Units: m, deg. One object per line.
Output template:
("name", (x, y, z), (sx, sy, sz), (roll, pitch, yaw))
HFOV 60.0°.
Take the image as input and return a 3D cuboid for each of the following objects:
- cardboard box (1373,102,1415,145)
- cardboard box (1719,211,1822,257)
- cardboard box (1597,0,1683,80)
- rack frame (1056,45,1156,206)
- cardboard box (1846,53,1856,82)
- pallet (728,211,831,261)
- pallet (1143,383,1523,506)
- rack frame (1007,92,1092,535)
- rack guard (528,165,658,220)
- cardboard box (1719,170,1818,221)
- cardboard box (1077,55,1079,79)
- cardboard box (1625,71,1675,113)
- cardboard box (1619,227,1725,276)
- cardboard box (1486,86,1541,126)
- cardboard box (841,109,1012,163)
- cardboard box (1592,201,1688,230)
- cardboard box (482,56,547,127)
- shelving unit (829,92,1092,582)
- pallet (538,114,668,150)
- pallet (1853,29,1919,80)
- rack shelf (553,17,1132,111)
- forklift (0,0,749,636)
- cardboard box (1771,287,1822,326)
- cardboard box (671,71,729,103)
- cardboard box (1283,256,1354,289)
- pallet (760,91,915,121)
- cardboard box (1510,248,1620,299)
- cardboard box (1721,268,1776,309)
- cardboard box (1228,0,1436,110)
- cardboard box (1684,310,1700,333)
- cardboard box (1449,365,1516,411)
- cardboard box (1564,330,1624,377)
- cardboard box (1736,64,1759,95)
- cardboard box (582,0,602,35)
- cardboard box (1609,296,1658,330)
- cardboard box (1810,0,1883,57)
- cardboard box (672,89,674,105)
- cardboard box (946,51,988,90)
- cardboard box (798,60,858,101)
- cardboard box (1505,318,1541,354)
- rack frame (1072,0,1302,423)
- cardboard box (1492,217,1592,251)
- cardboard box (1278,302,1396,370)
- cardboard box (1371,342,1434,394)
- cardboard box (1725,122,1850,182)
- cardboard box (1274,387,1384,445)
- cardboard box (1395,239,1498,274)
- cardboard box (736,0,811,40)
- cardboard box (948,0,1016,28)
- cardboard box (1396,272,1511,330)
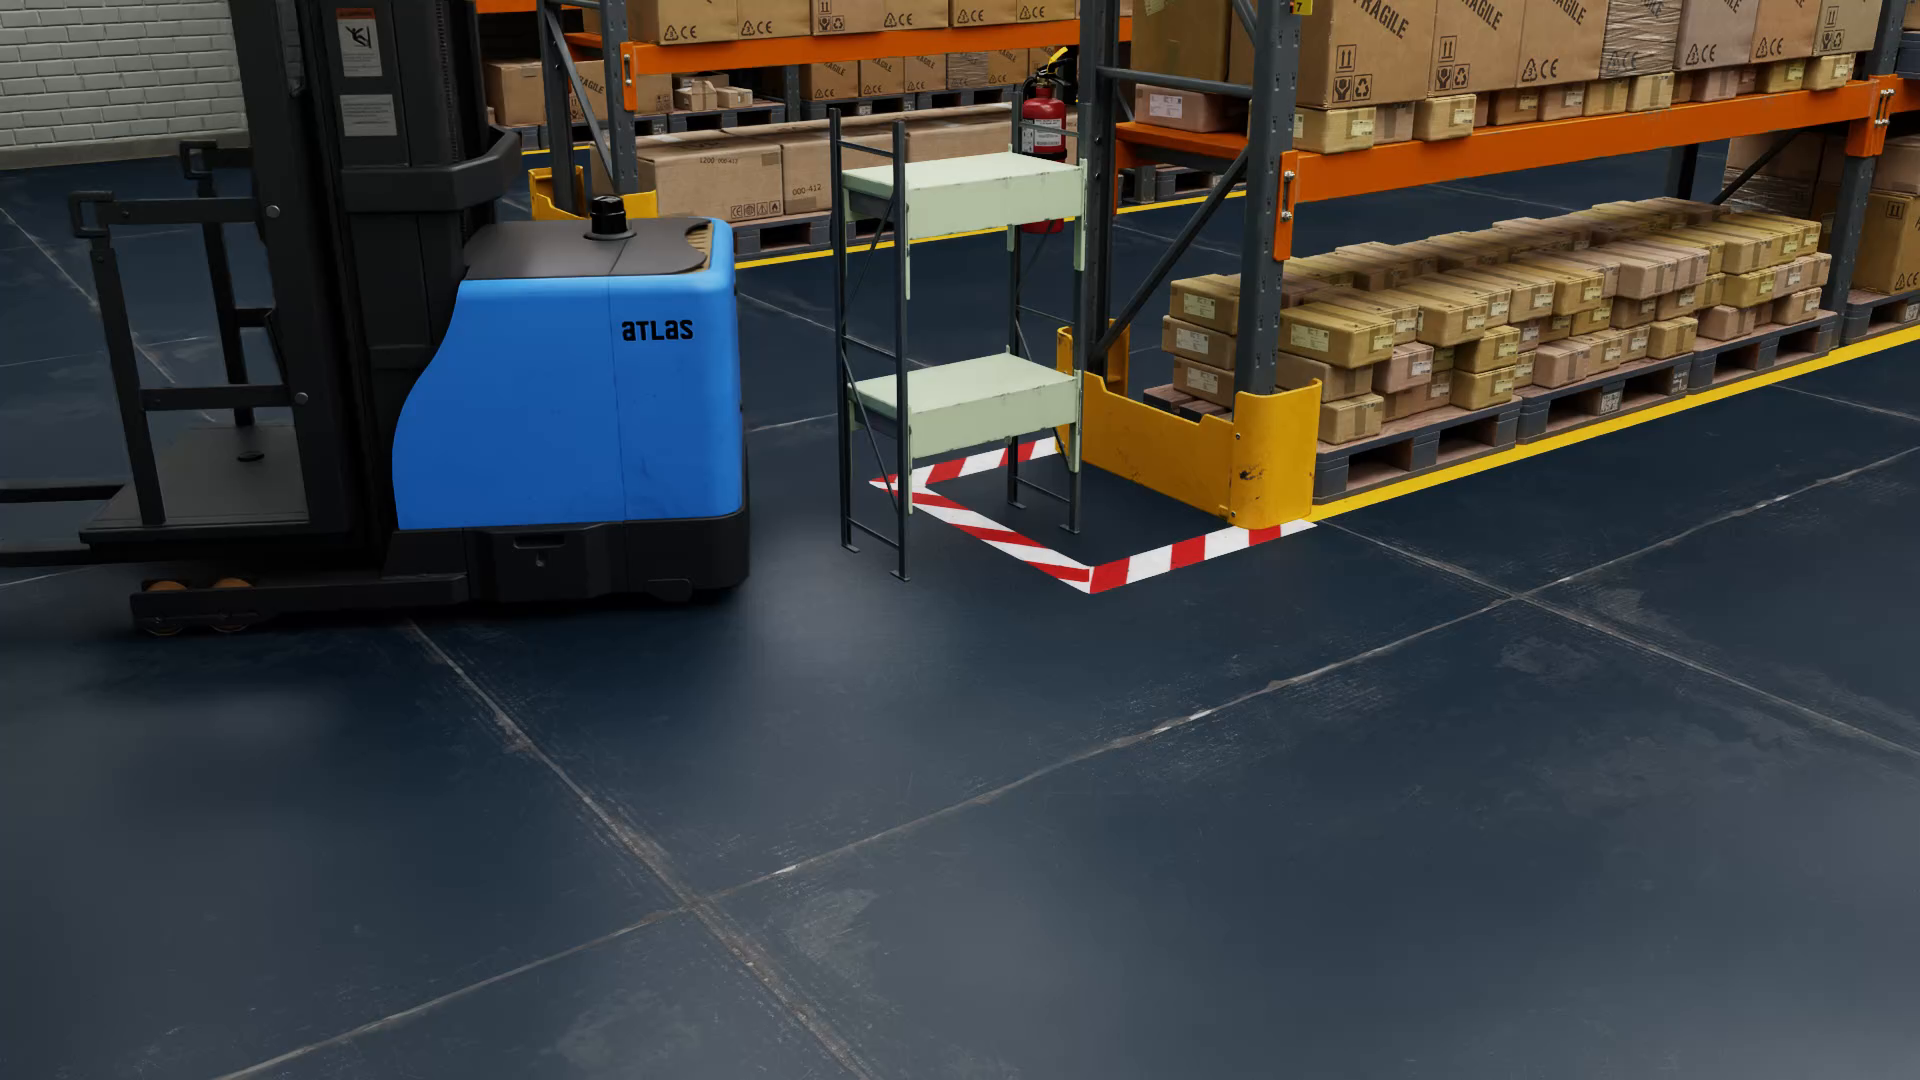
("cardboard box", (1.420, -1.538, 6.041), (0.250, 0.149, 0.380), (-14, 26, -31))
("cardboard box", (3.893, -1.473, 8.018), (0.250, 0.149, 0.380), (-14, 26, -31))
("cardboard box", (2.544, -2.152, 6.705), (0.500, 0.500, 0.500), (-16, 27, -34))
("rack frame", (1.057, -3.948, 11.744), (0.127, 3.000, 1.000), (-15, 26, -33))
("cardboard box", (3.935, -2.232, 7.782), (0.250, 0.149, 0.380), (-15, 26, -33))
("pallet", (-1.586, -1.984, 10.584), (1.213, 0.211, 1.003), (-15, 26, -33))
("pallet", (1.525, -0.502, 6.869), (1.213, 0.211, 1.003), (-15, 26, -33))
("rack frame", (0.303, -0.777, 5.821), (0.023, 1.500, 0.400), (-15, 26, -33))
("rack guard", (-2.209, -1.916, 10.024), (0.348, 0.500, 1.175), (-15, 26, -33))
("cardboard box", (4.484, -1.751, 9.044), (0.500, 0.500, 0.500), (-16, 26, -34))
("cardboard box", (1.185, -5.185, 17.648), (0.500, 0.500, 0.500), (-14, 26, -31))
("cardboard box", (2.708, -1.872, 6.880), (0.250, 0.149, 0.380), (-14, 26, -32))
("cardboard box", (3.255, -1.317, 7.627), (0.250, 0.149, 0.380), (-14, 26, -31))
("cardboard box", (2.034, -1.728, 6.520), (0.250, 0.149, 0.380), (-15, 26, -33))
("cardboard box", (-0.241, -2.656, 11.395), (0.875, 0.438, 0.875), (-16, 27, -34))
("cardboard box", (3.371, -1.574, 8.272), (0.250, 0.149, 0.380), (-13, 25, -30))
("cardboard box", (-3.823, -3.886, 14.394), (0.500, 0.500, 0.700), (-14, 26, -31))
("shelving unit", (0.005, -0.698, 5.622), (0.755, 1.500, 0.431), (-15, 26, -33))
("pallet", (-3.394, -3.732, 14.964), (1.213, 0.211, 1.003), (-15, 26, -33))
("pallet", (4.736, -2.514, 8.407), (1.213, 0.211, 1.003), (-15, 26, -33))
("rack shelf", (-0.566, -3.181, 10.792), (4.000, 0.370, 1.077), (-15, 26, -33))
("forklift", (-2.242, -1.242, 5.139), (3.031, 2.867, 1.129), (-2, 22, -6))
("cardboard box", (3.911, -1.165, 8.048), (0.250, 0.149, 0.380), (-15, 26, -32))
("cardboard box", (-2.519, -4.315, 15.724), (0.500, 0.311, 0.500), (-14, 26, -31))
("cardboard box", (1.438, -1.085, 7.045), (0.250, 0.149, 0.380), (-16, 27, -34))
("pallet", (-1.207, -4.333, 16.471), (1.213, 0.211, 1.003), (-15, 26, -33))
("cardboard box", (2.612, -1.148, 7.203), (0.250, 0.149, 0.380), (-15, 26, -33))
("cardboard box", (3.540, -1.201, 7.737), (0.250, 0.149, 0.380), (-16, 27, -35))
("cardboard box", (1.309, -1.814, 5.859), (0.500, 0.500, 0.500), (-14, 25, -30))
("cardboard box", (3.189, -1.036, 7.726), (0.250, 0.149, 0.380), (-16, 27, -34))
("cardboard box", (2.029, -0.663, 6.790), (0.250, 0.149, 0.380), (-15, 26, -32))
("cardboard box", (2.643, -0.842, 7.240), (0.250, 0.149, 0.380), (-15, 26, -33))
("cardboard box", (3.288, -2.069, 7.372), (0.250, 0.149, 0.380), (-16, 27, -34))
("cardboard box", (-1.953, -3.313, 10.017), (0.500, 0.500, 0.500), (-15, 26, -33))
("cardboard box", (2.855, -1.063, 7.392), (0.250, 0.149, 0.380), (-16, 27, -35))
("cardboard box", (3.803, -2.476, 7.518), (0.500, 0.500, 0.500), (-15, 26, -33))
("cardboard box", (-2.871, -4.146, 15.519), (0.250, 0.149, 0.380), (-15, 26, -34))
("cardboard box", (-0.062, -4.847, 16.803), (0.500, 0.500, 0.500), (-16, 27, -35))
("cardboard box", (-1.321, -4.512, 15.962), (0.500, 0.500, 0.500), (-14, 25, -31))
("cardboard box", (2.192, -0.891, 6.961), (0.250, 0.149, 0.380), (-16, 27, -35))
("rack frame", (0.783, -1.615, 5.897), (0.127, 3.000, 1.000), (-15, 26, -33))
("cardboard box", (2.742, -1.411, 7.862), (0.250, 0.149, 0.380), (-14, 26, -32))
("cardboard box", (1.407, -0.774, 6.265), (0.250, 0.149, 0.380), (-16, 27, -35))
("cardboard box", (1.614, -0.703, 6.489), (0.250, 0.149, 0.380), (-15, 26, -33))
("cardboard box", (4.487, -2.101, 8.908), (0.500, 0.250, 0.500), (-16, 27, -34))
("cardboard box", (1.395, -0.503, 6.390), (0.250, 0.149, 0.380), (-14, 26, -32))
("cardboard box", (2.150, -1.220, 7.384), (0.250, 0.149, 0.380), (-16, 27, -35))
("cardboard box", (-1.238, -3.264, 9.895), (0.500, 0.500, 0.500), (-15, 26, -34))
("cardboard box", (0.016, -3.591, 10.714), (0.500, 0.500, 0.500), (-15, 26, -34))
("cardboard box", (1.993, -0.964, 6.743), (0.250, 0.149, 0.380), (-16, 27, -35))
